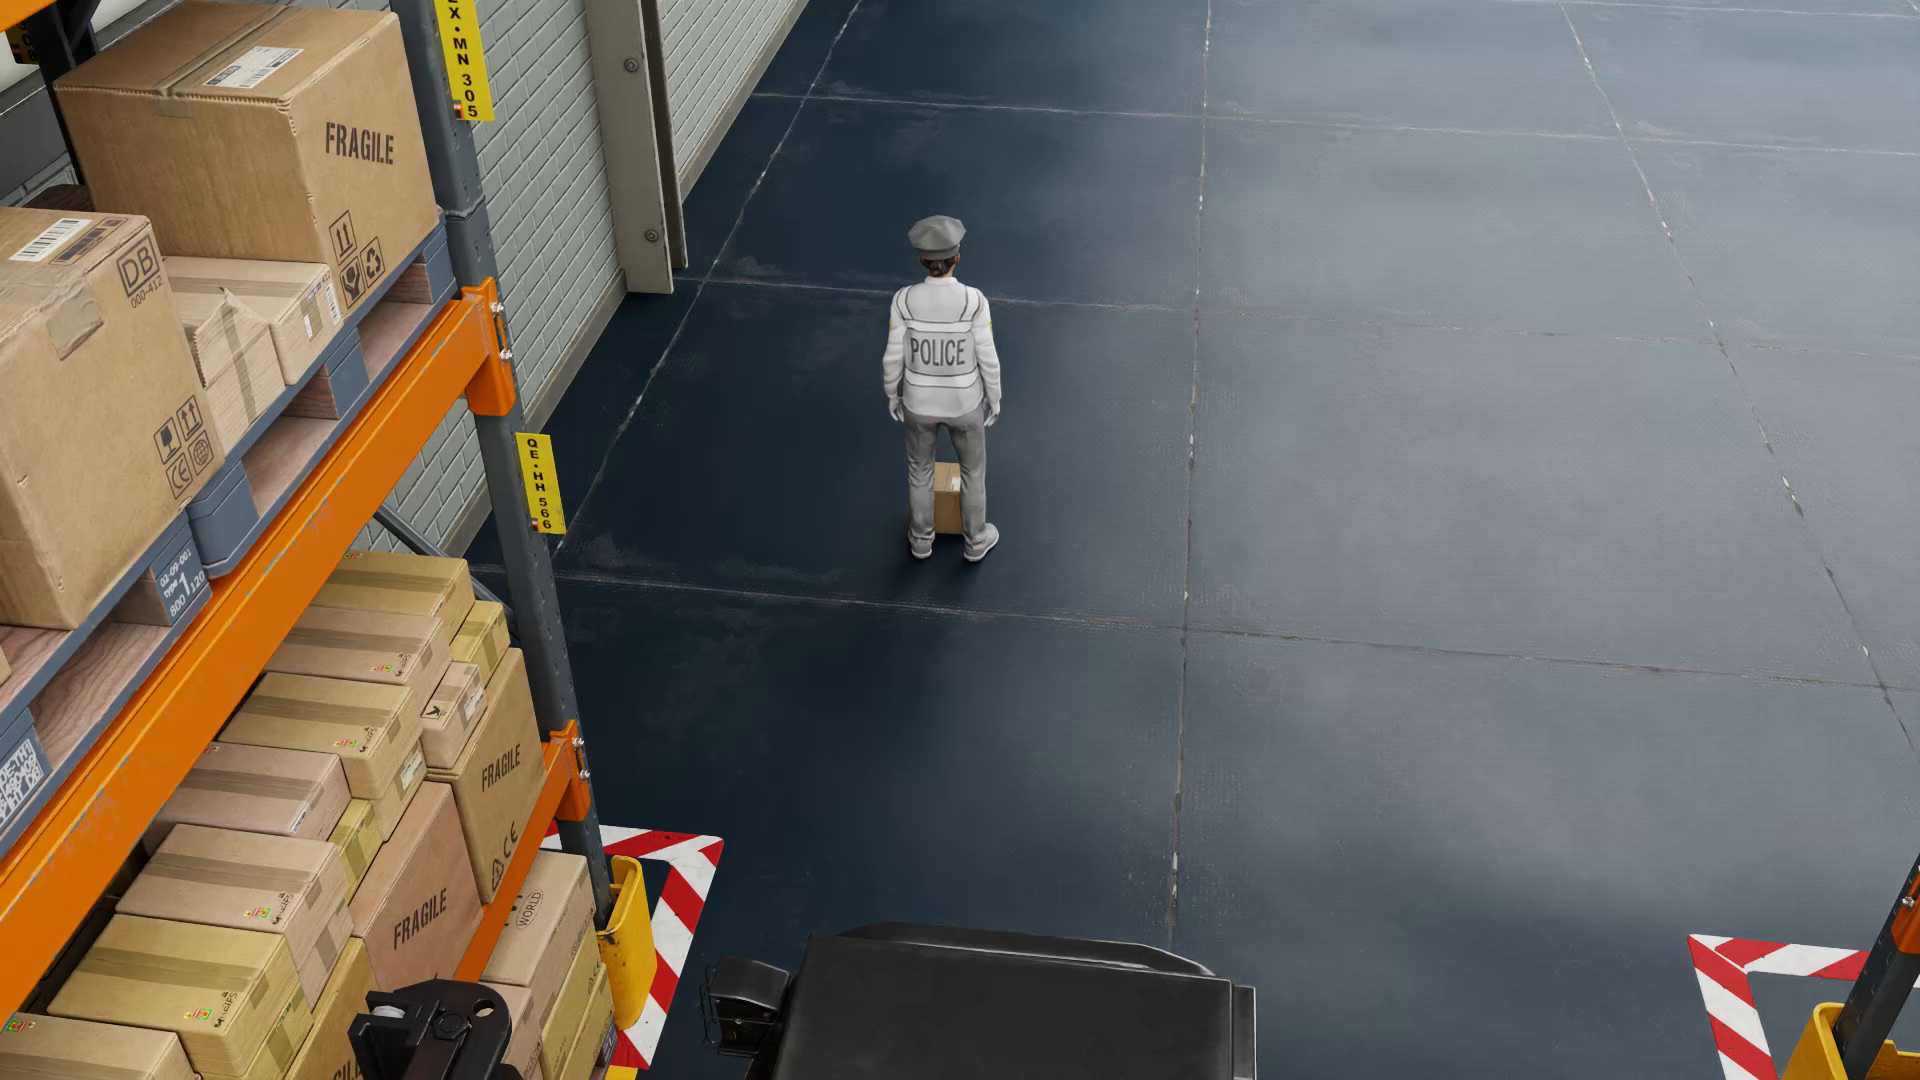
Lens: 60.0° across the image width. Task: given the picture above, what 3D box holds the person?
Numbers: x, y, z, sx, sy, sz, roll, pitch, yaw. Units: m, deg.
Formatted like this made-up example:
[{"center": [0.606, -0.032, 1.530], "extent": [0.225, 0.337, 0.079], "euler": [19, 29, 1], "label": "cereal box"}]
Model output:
[{"center": [-0.078, -0.629, 7.500], "extent": [0.528, 1.663, 0.372], "euler": [3, 36, 4], "label": "person"}]
